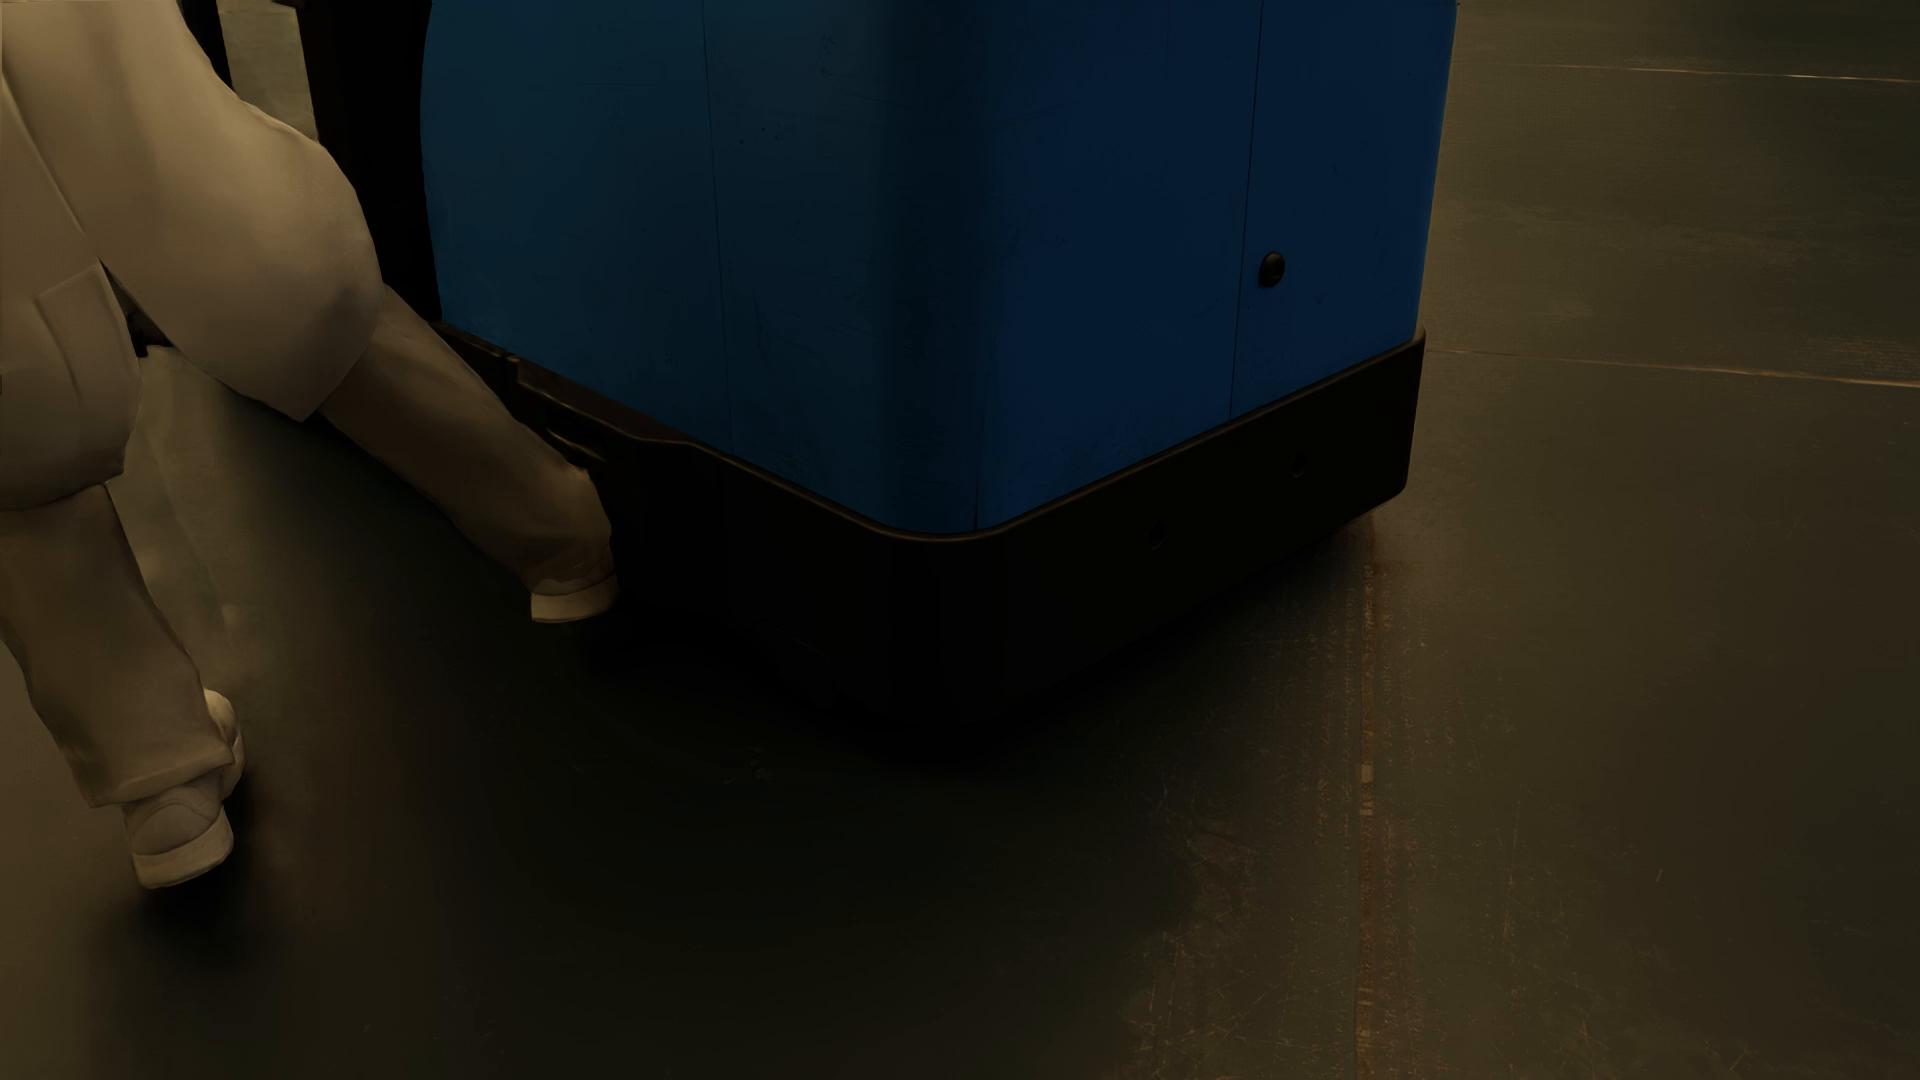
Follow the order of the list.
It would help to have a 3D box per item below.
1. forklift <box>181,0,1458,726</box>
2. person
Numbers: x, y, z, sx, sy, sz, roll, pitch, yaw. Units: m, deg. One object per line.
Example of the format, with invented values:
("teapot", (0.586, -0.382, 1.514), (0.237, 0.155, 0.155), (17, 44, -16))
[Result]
("forklift", (-0.718, -1.659, 2.535), (1.130, 2.935, 3.031), (-24, 35, -39))
("person", (-0.975, -0.383, 1.604), (0.806, 1.485, 1.617), (23, 35, 38))
